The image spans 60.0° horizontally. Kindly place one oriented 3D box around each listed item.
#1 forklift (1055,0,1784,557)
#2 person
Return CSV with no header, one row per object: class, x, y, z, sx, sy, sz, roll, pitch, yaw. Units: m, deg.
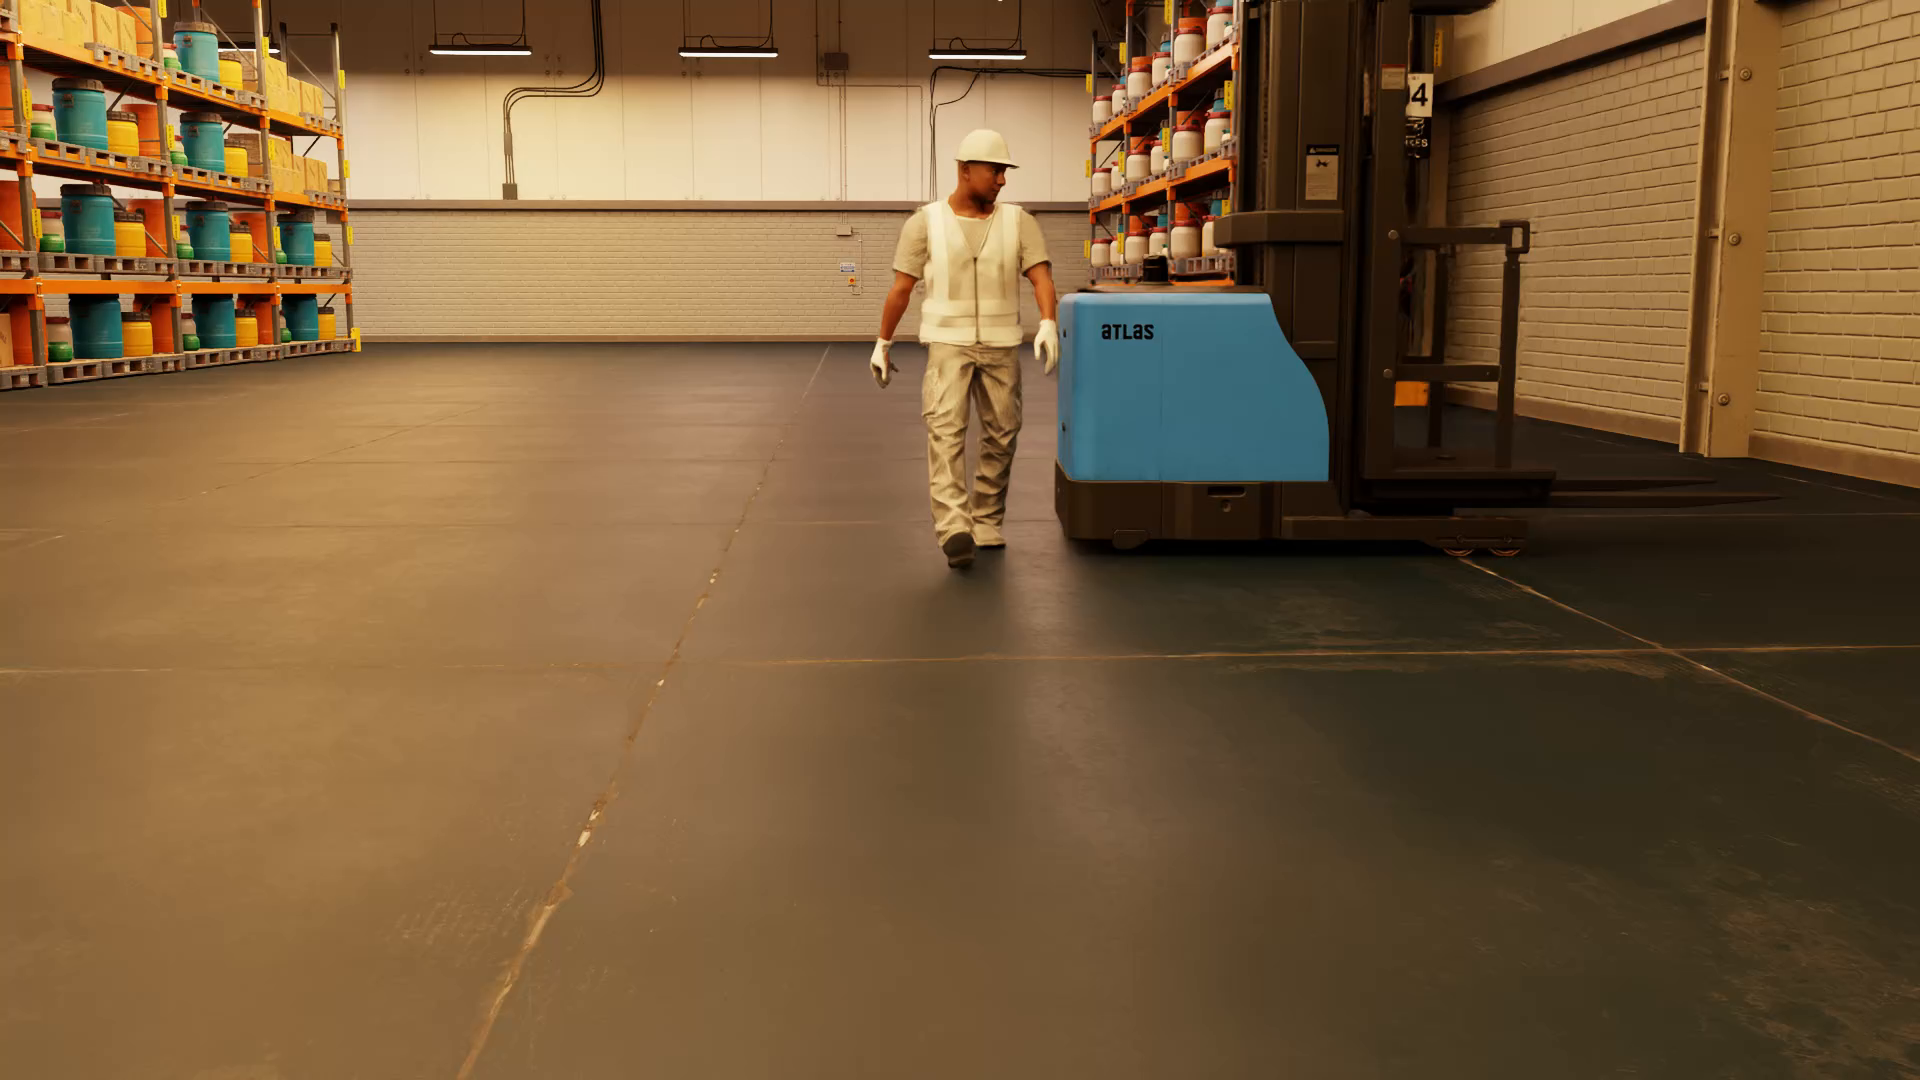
forklift,1.960,-1.458,7.151,3.031,2.935,1.130,0,8,0
person,0.027,-0.777,6.713,0.723,1.733,0.912,-2,9,-12
